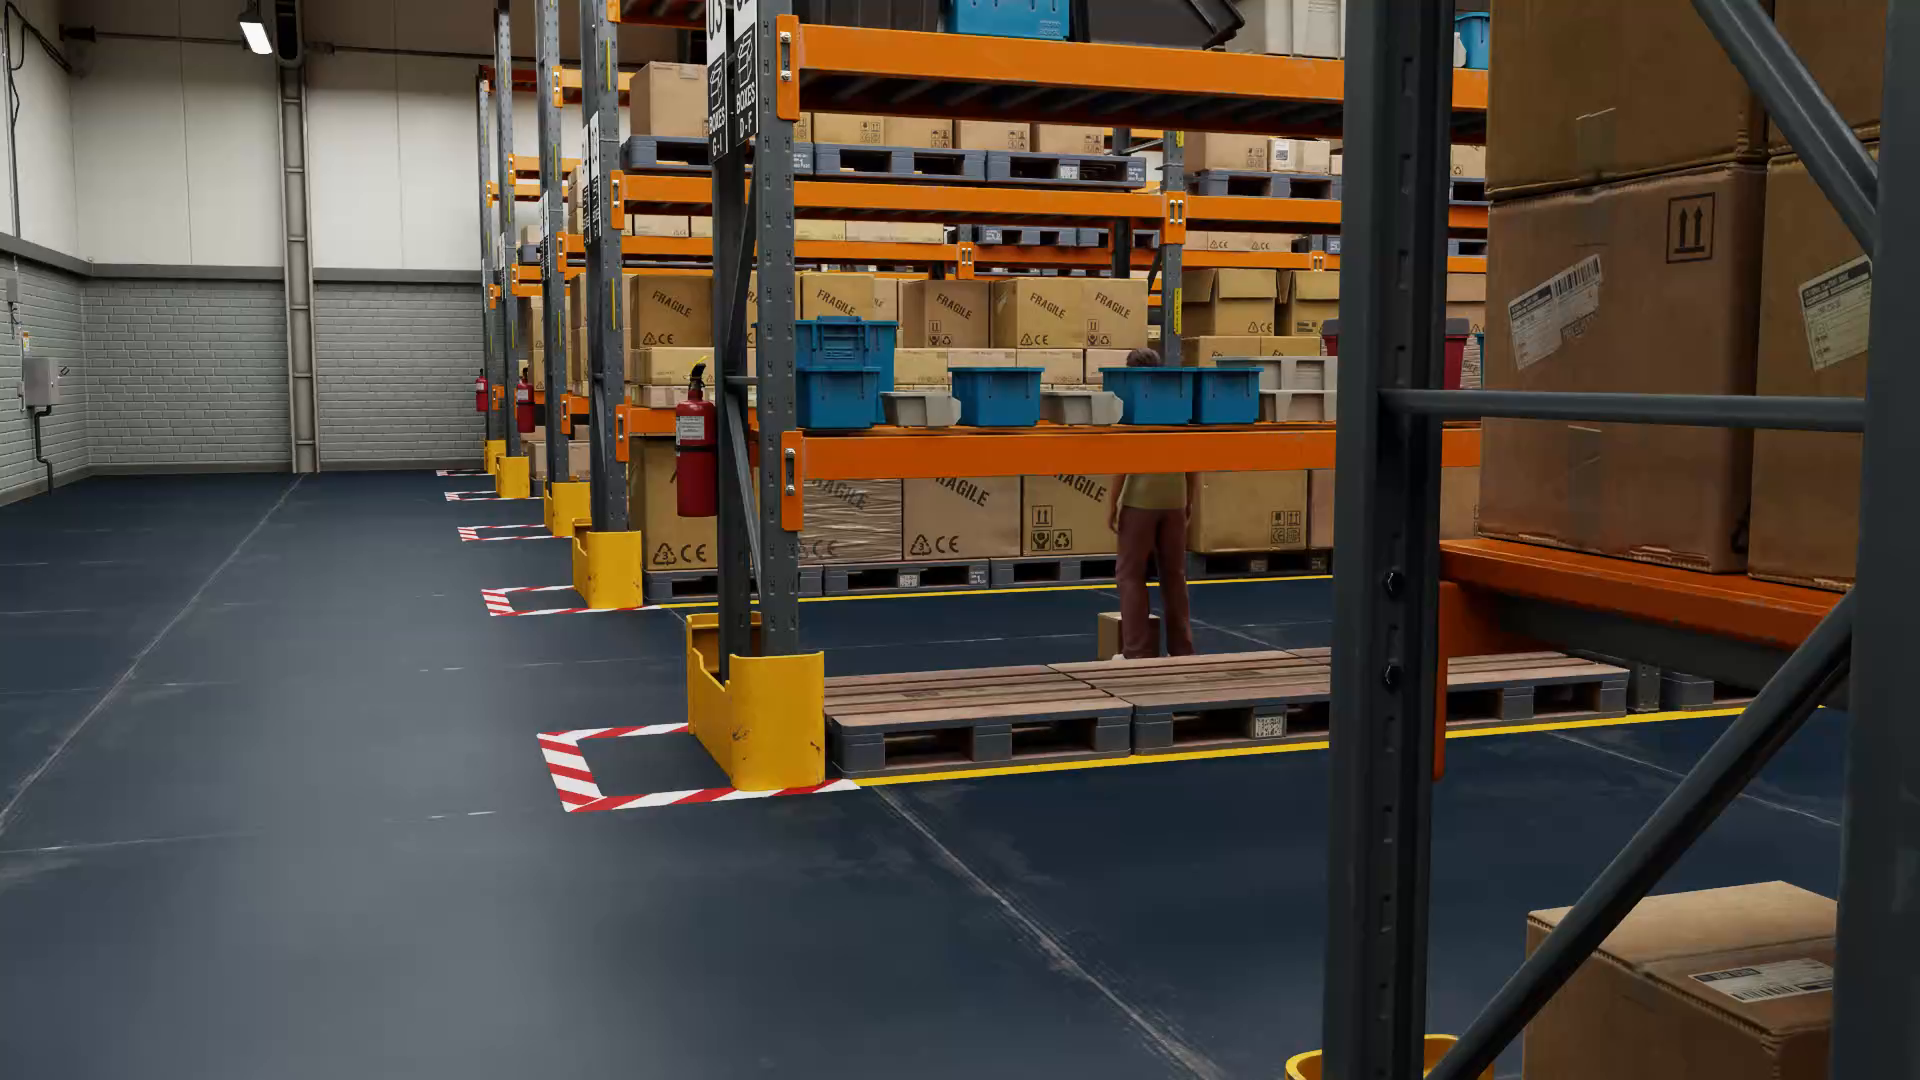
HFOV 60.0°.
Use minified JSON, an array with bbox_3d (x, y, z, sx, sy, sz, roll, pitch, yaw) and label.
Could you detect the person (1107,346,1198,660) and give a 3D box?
[{"bbox_3d":[0.984,-0.158,8.578,0.521,1.672,0.360,-2,6,-22],"label":"person"}]
